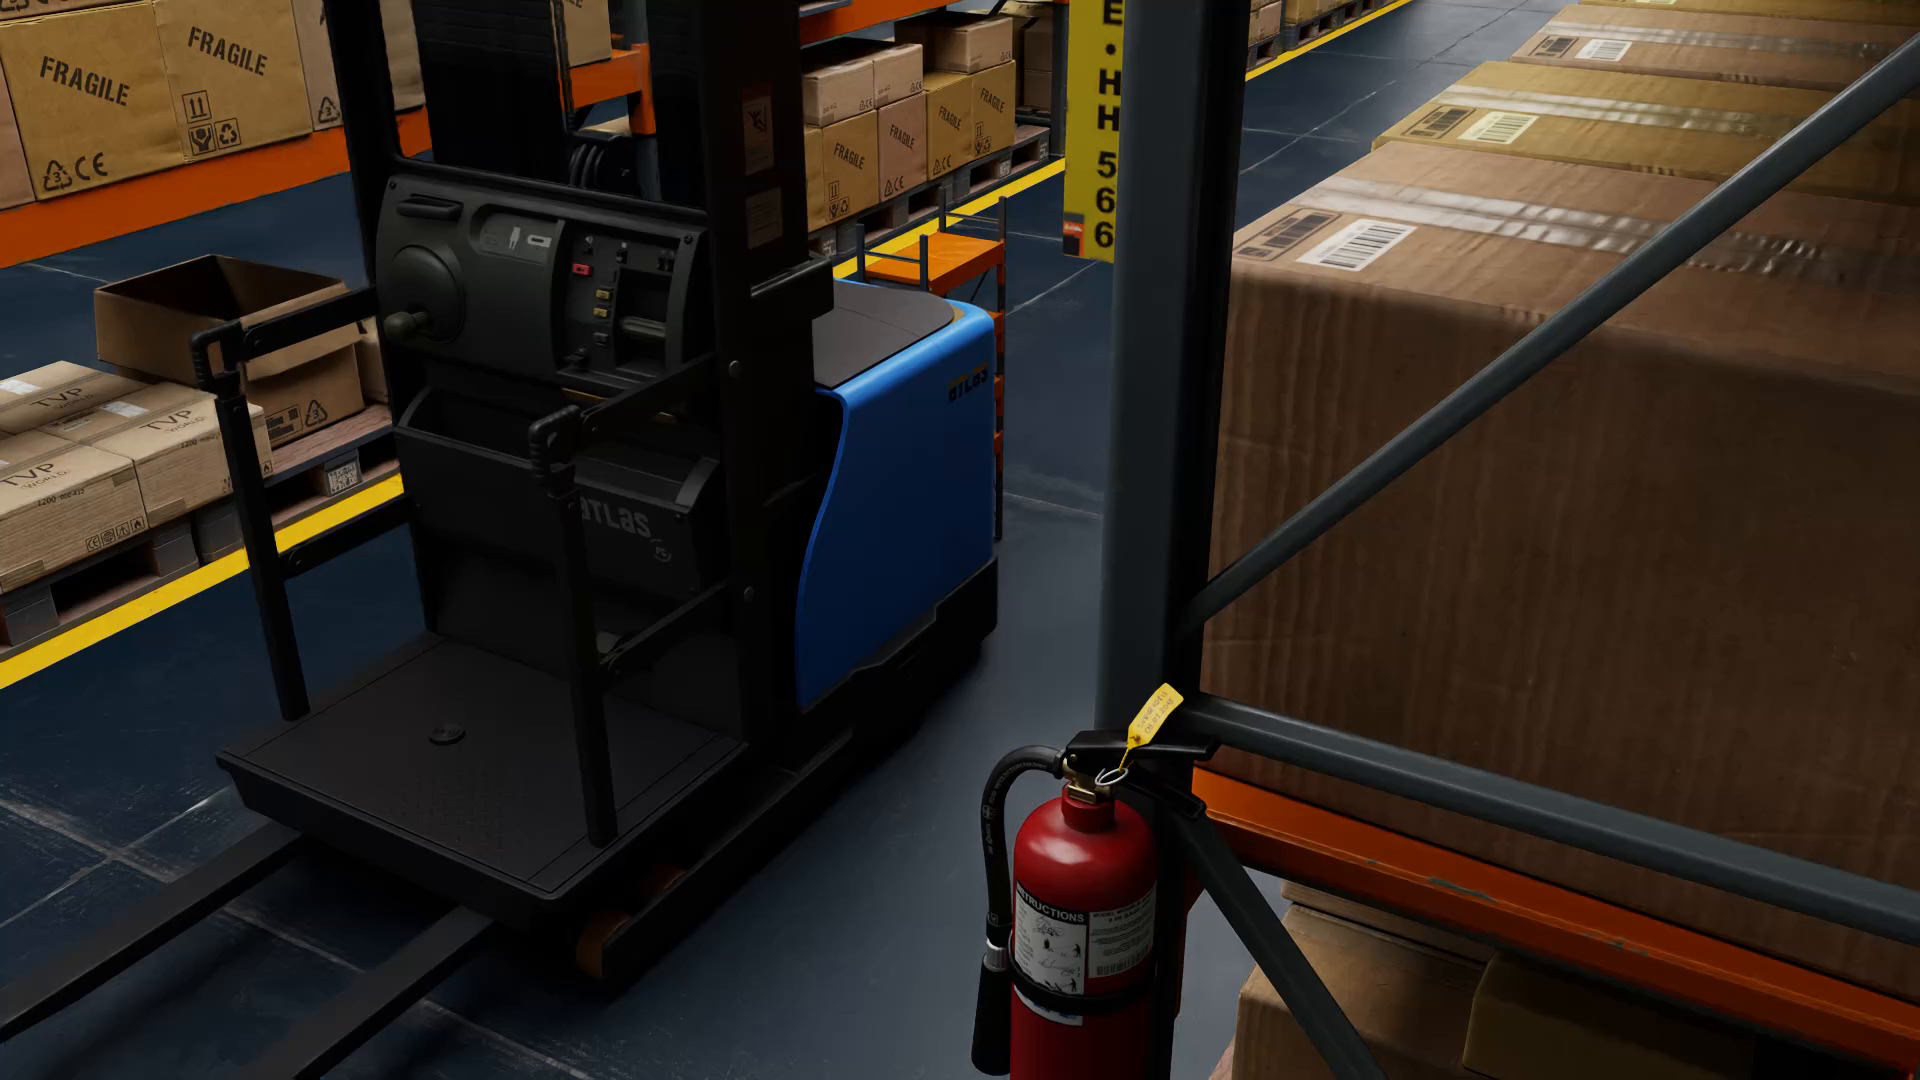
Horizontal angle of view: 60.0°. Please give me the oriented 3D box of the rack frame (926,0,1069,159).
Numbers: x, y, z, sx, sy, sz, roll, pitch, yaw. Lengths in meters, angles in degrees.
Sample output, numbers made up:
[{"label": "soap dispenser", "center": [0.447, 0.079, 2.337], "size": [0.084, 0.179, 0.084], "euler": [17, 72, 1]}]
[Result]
[{"label": "rack frame", "center": [0.244, -3.908, 10.206], "size": [1.000, 3.000, 0.127], "euler": [14, 30, 26]}]

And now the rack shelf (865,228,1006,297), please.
[{"label": "rack shelf", "center": [-0.081, -0.823, 5.177], "size": [0.258, 0.148, 0.480], "euler": [14, 30, 26]}]

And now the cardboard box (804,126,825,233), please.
[{"label": "cardboard box", "center": [-1.021, -1.773, 8.242], "size": [0.500, 0.500, 0.500], "euler": [15, 30, 27]}]

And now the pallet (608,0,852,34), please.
[{"label": "pallet", "center": [-1.236, -2.551, 7.709], "size": [1.003, 0.211, 1.213], "euler": [14, 30, 26]}]

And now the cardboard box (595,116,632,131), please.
[{"label": "cardboard box", "center": [-1.480, -1.874, 8.444], "size": [0.500, 0.500, 0.500], "euler": [14, 30, 26]}]

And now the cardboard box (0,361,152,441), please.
[{"label": "cardboard box", "center": [-3.145, -0.387, 5.753], "size": [0.500, 0.250, 0.500], "euler": [14, 30, 26]}]

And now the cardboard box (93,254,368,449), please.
[{"label": "cardboard box", "center": [-2.644, -0.696, 6.087], "size": [0.797, 0.503, 0.637], "euler": [14, 30, 26]}]

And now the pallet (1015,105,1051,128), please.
[{"label": "pallet", "center": [0.683, -2.973, 11.454], "size": [1.003, 0.211, 1.213], "euler": [14, 30, 26]}]

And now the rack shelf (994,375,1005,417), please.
[{"label": "rack shelf", "center": [-0.081, -0.412, 5.383], "size": [0.258, 0.148, 0.480], "euler": [14, 30, 26]}]

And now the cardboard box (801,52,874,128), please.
[{"label": "cardboard box", "center": [-0.782, -2.288, 8.433], "size": [0.500, 0.250, 0.500], "euler": [14, 30, 26]}]

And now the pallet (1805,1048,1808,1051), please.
[{"label": "pallet", "center": [1.549, 0.744, 4.029], "size": [1.003, 0.211, 1.213], "euler": [14, 30, 26]}]

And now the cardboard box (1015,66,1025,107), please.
[{"label": "cardboard box", "center": [0.290, -3.125, 11.244], "size": [0.500, 0.250, 0.500], "euler": [15, 30, 27]}]

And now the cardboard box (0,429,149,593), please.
[{"label": "cardboard box", "center": [-2.931, -0.102, 5.182], "size": [0.500, 0.250, 0.500], "euler": [14, 30, 26]}]

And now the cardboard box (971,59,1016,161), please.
[{"label": "cardboard box", "center": [-0.012, -2.571, 9.835], "size": [0.500, 0.500, 0.500], "euler": [15, 30, 28]}]

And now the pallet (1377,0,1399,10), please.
[{"label": "pallet", "center": [3.840, -5.472, 16.444], "size": [1.003, 0.211, 1.213], "euler": [14, 30, 26]}]

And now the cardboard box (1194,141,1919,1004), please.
[{"label": "cardboard box", "center": [0.865, -0.036, 2.136], "size": [0.980, 0.700, 0.700], "euler": [16, 31, 28]}]

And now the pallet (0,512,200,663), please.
[{"label": "pallet", "center": [-3.263, 0.116, 5.282], "size": [1.003, 0.211, 1.213], "euler": [14, 30, 26]}]

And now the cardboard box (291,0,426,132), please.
[{"label": "cardboard box", "center": [-2.250, -1.741, 5.764], "size": [0.500, 0.500, 0.500], "euler": [15, 30, 27]}]

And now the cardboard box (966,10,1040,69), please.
[{"label": "cardboard box", "center": [0.287, -3.375, 11.118], "size": [0.500, 0.311, 0.500], "euler": [15, 30, 27]}]

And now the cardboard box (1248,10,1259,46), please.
[{"label": "cardboard box", "center": [2.010, -4.003, 12.998], "size": [0.500, 0.250, 0.500], "euler": [14, 30, 25]}]

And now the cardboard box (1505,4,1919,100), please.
[{"label": "cardboard box", "center": [1.596, -0.617, 3.297], "size": [0.980, 0.700, 0.700], "euler": [13, 29, 24]}]

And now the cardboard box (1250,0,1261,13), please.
[{"label": "cardboard box", "center": [2.011, -4.251, 12.867], "size": [0.500, 0.311, 0.500], "euler": [15, 30, 28]}]

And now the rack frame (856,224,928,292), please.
[{"label": "rack frame", "center": [-0.201, -0.377, 5.163], "size": [0.240, 1.200, 0.015], "euler": [14, 30, 26]}]

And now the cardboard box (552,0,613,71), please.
[{"label": "cardboard box", "center": [-1.746, -2.142, 6.567], "size": [0.500, 0.500, 0.500], "euler": [15, 30, 27]}]

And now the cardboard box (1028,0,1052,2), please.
[{"label": "cardboard box", "center": [0.788, -3.775, 11.917], "size": [0.500, 0.311, 0.500], "euler": [14, 30, 26]}]

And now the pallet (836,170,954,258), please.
[{"label": "pallet", "center": [-0.758, -1.905, 9.319], "size": [1.003, 0.211, 1.213], "euler": [14, 30, 26]}]

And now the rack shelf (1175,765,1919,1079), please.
[{"label": "rack shelf", "center": [1.607, -0.159, 3.519], "size": [1.077, 0.370, 4.000], "euler": [14, 30, 26]}]

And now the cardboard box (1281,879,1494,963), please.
[{"label": "cardboard box", "center": [0.785, 0.554, 2.891], "size": [0.380, 0.149, 0.250], "euler": [14, 30, 26]}]

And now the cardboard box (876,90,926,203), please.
[{"label": "cardboard box", "center": [-0.520, -2.163, 9.021], "size": [0.500, 0.500, 0.500], "euler": [13, 29, 24]}]

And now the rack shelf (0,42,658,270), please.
[{"label": "rack shelf", "center": [-2.708, -1.248, 5.696], "size": [1.077, 0.370, 4.000], "euler": [14, 30, 26]}]

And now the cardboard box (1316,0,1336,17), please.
[{"label": "cardboard box", "center": [2.954, -4.733, 14.456], "size": [0.500, 0.250, 0.500], "euler": [14, 30, 26]}]

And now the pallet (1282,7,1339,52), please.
[{"label": "pallet", "center": [2.639, -4.521, 14.545], "size": [1.003, 0.211, 1.213], "euler": [14, 30, 26]}]

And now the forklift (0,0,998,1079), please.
[{"label": "forklift", "center": [-1.070, -0.547, 3.568], "size": [1.130, 2.935, 3.031], "euler": [15, 30, 27]}]

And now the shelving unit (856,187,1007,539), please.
[{"label": "shelving unit", "center": [-0.081, -0.472, 5.353], "size": [0.258, 1.200, 0.503], "euler": [14, 30, 26]}]

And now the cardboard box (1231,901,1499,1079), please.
[{"label": "cardboard box", "center": [0.880, 0.934, 2.856], "size": [0.700, 0.500, 0.500], "euler": [14, 30, 26]}]

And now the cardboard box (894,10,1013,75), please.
[{"label": "cardboard box", "center": [-0.036, -2.883, 9.622], "size": [0.500, 0.250, 0.500], "euler": [15, 30, 28]}]

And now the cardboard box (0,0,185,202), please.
[{"label": "cardboard box", "center": [-2.745, -1.347, 4.978], "size": [0.500, 0.500, 0.500], "euler": [14, 30, 26]}]
